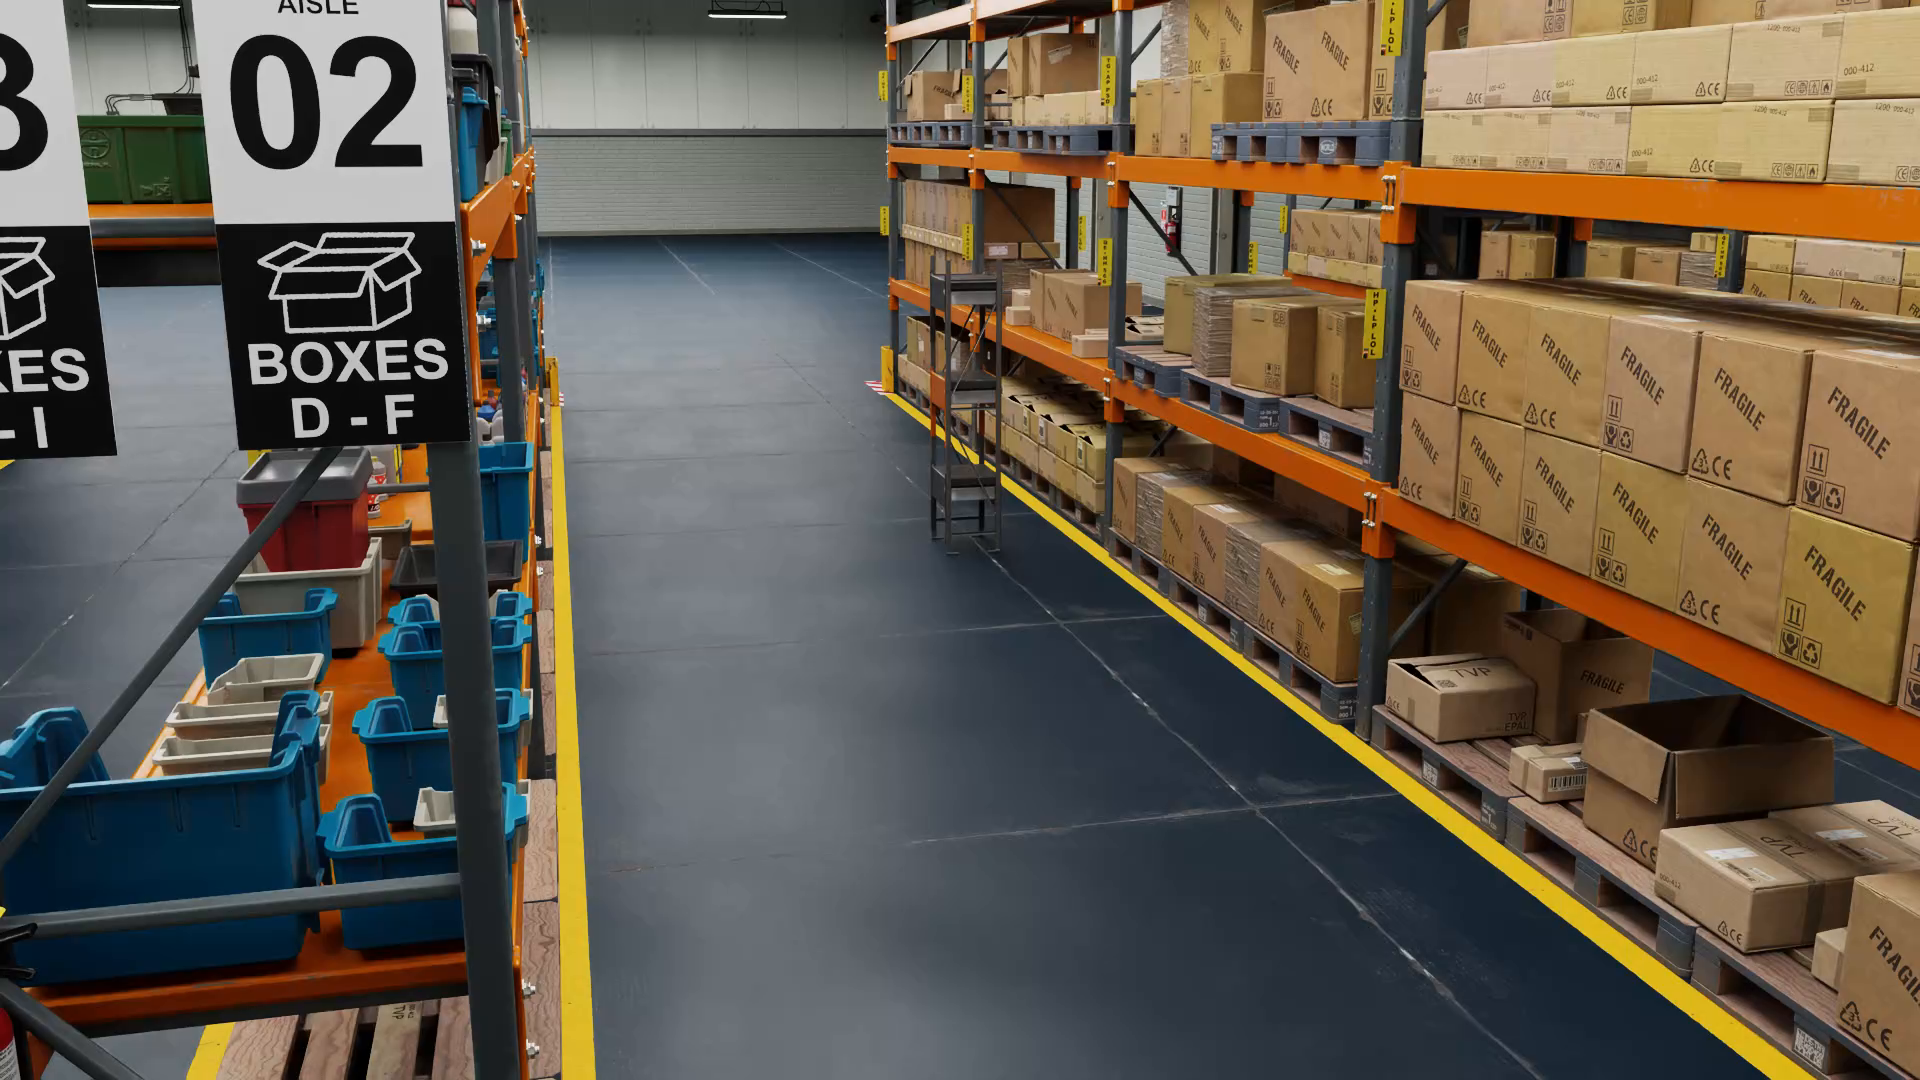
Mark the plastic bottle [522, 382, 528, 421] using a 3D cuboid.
[{"bbox_3d":[-2.600,-0.831,9.779,0.097,0.271,0.097,0,14,0],"label":"plastic bottle"}]

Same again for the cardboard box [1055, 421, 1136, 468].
[{"bbox_3d":[1.060,-0.776,13.011,0.500,0.311,0.500,-4,14,-14],"label":"cardboard box"}]

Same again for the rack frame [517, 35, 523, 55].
[{"bbox_3d":[-4.204,-4.971,13.812,1.000,3.000,0.127,-3,14,-13],"label":"rack frame"}]

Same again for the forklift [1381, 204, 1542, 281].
[{"bbox_3d":[4.224,-1.770,13.498,3.031,2.935,1.130,9,16,32],"label":"forklift"}]

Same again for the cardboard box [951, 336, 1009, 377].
[{"bbox_3d":[0.184,-1.775,16.701,0.500,0.500,0.500,-3,14,-13],"label":"cardboard box"}]

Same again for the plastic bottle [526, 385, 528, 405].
[{"bbox_3d":[-2.692,-0.887,10.155,0.097,0.201,0.097,0,14,0],"label":"plastic bottle"}]

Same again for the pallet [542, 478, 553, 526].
[{"bbox_3d":[-3.692,-0.241,12.968,1.003,0.211,1.213,-3,14,-13],"label":"pallet"}]

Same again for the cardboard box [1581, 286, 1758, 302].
[{"bbox_3d":[2.983,-0.800,7.065,0.500,0.500,0.500,-4,14,-14],"label":"cardboard box"}]

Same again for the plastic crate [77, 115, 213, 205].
[{"bbox_3d":[-1.895,-0.854,3.728,0.450,0.188,0.336,-3,14,-13],"label":"plastic crate"}]

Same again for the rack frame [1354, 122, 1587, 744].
[{"bbox_3d":[2.490,-0.486,8.097,1.000,3.000,0.127,-3,14,-13],"label":"rack frame"}]

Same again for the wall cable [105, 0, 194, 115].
[{"bbox_3d":[-22.348,-14.428,45.358,2.305,6.003,0.169,-3,14,-13],"label":"wall cable"}]

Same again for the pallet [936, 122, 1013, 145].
[{"bbox_3d":[0.386,-3.941,16.105,1.003,0.211,1.213,-3,14,-13],"label":"pallet"}]

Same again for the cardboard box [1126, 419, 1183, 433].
[{"bbox_3d":[1.582,-0.808,13.139,0.500,0.311,0.500,-4,14,-15],"label":"cardboard box"}]

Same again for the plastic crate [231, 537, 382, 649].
[{"bbox_3d":[-2.146,0.180,5.493,0.437,0.282,0.530,-3,14,-13],"label":"plastic crate"}]

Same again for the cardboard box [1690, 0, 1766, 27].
[{"bbox_3d":[3.010,-2.022,5.747,0.700,0.500,0.500,-3,14,-13],"label":"cardboard box"}]

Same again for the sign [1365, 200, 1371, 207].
[{"bbox_3d":[5.030,-4.274,20.494,0.100,0.325,0.005,-3,14,-13],"label":"sign"}]

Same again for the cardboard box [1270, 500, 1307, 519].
[{"bbox_3d":[2.249,0.034,10.306,0.500,0.500,0.500,-4,14,-15],"label":"cardboard box"}]

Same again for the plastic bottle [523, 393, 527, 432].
[{"bbox_3d":[-2.487,-0.744,9.397,0.061,0.283,0.133,-3,14,-13],"label":"plastic bottle"}]

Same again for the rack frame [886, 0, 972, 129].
[{"bbox_3d":[-0.328,-6.169,18.716,1.000,3.000,0.127,-3,14,-13],"label":"rack frame"}]

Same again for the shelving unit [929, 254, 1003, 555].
[{"bbox_3d":[0.039,-0.982,12.022,0.431,2.100,0.503,-3,14,-13],"label":"shelving unit"}]

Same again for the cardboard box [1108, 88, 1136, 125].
[{"bbox_3d":[1.389,-3.099,11.901,0.500,0.250,0.500,-4,14,-17],"label":"cardboard box"}]

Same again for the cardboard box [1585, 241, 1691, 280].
[{"bbox_3d":[5.931,-2.342,14.556,0.700,0.500,0.500,-3,14,-13],"label":"cardboard box"}]

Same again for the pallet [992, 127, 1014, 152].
[{"bbox_3d":[0.831,-3.493,14.488,0.805,0.209,1.217,-4,14,-15],"label":"pallet"}]

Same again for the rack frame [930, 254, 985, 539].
[{"bbox_3d":[-0.018,-1.038,12.252,0.400,2.100,0.015,-3,14,-13],"label":"rack frame"}]

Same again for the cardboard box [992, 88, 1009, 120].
[{"bbox_3d":[0.622,-4.273,16.285,0.500,0.311,0.500,-4,14,-16],"label":"cardboard box"}]

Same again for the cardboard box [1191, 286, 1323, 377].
[{"bbox_3d":[1.837,-1.301,10.336,0.700,0.500,0.500,-1,14,-3],"label":"cardboard box"}]

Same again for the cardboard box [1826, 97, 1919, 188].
[{"bbox_3d":[2.946,-1.167,4.881,0.500,0.250,0.500,-3,14,-13],"label":"cardboard box"}]

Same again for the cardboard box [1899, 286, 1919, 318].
[{"bbox_3d":[6.589,-1.407,10.985,0.500,0.500,0.500,-3,14,-12],"label":"cardboard box"}]

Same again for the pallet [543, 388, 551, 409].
[{"bbox_3d":[-4.895,-1.422,17.803,1.003,0.211,1.213,-3,14,-13],"label":"pallet"}]

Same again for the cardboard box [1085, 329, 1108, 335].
[{"bbox_3d":[1.196,-1.578,13.095,0.380,0.149,0.250,-2,14,-9],"label":"cardboard box"}]

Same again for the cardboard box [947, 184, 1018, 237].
[{"bbox_3d":[0.264,-3.345,16.852,0.700,0.500,0.500,-3,14,-13],"label":"cardboard box"}]

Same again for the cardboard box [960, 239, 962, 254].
[{"bbox_3d":[0.219,-2.864,16.250,0.380,0.149,0.250,-4,14,-15],"label":"cardboard box"}]

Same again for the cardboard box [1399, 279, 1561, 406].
[{"bbox_3d":[2.327,-0.896,7.457,0.500,0.500,0.500,-3,14,-12],"label":"cardboard box"}]

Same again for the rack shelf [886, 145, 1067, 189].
[{"bbox_3d":[0.141,-3.901,17.269,1.077,0.370,4.000,-3,14,-13],"label":"rack shelf"}]

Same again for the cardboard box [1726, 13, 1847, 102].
[{"bbox_3d":[2.830,-1.526,5.294,0.500,0.250,0.500,-3,14,-13],"label":"cardboard box"}]

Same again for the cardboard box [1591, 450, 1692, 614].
[{"bbox_3d":[2.704,-0.051,6.106,0.500,0.500,0.500,-3,14,-14],"label":"cardboard box"}]

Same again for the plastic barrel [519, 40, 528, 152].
[{"bbox_3d":[-3.720,-3.501,13.060,0.600,0.901,0.600,0,14,0],"label":"plastic barrel"}]

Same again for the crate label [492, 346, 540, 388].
[{"bbox_3d":[-3.000,-1.170,11.250,0.303,0.233,0.416,-3,14,-13],"label":"crate label"}]

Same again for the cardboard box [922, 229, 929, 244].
[{"bbox_3d":[-0.201,-3.278,17.945,0.380,0.149,0.250,-4,14,-15],"label":"cardboard box"}]

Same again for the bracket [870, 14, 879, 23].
[{"bbox_3d":[-2.554,-15.625,49.835,0.235,0.232,0.430,-3,14,-13],"label":"bracket"}]

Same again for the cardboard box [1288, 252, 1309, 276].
[{"bbox_3d":[4.292,-3.338,20.044,0.500,0.250,0.500,-4,14,-15],"label":"cardboard box"}]

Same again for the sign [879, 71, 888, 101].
[{"bbox_3d":[-0.869,-5.145,18.838,0.100,0.325,0.005,-3,14,-13],"label":"sign"}]

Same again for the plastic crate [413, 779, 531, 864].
[{"bbox_3d":[-1.119,0.657,3.847,0.250,0.136,0.298,-3,14,-13],"label":"plastic crate"}]

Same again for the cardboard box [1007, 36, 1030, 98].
[{"bbox_3d":[0.718,-4.140,14.582,0.500,0.500,0.500,-3,14,-13],"label":"cardboard box"}]

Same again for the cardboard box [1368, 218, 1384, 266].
[{"bbox_3d":[4.783,-3.233,18.035,0.500,0.500,0.500,-4,14,-15],"label":"cardboard box"}]

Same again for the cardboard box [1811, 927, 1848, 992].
[{"bbox_3d":[3.055,1.389,5.464,0.380,0.166,0.250,-3,14,-13],"label":"cardboard box"}]

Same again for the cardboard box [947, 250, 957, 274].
[{"bbox_3d":[0.257,-2.720,17.028,0.700,0.500,0.500,-3,14,-12],"label":"cardboard box"}]

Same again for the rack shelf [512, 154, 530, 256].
[{"bbox_3d":[-2.795,-1.780,8.588,1.077,0.370,4.000,-3,14,-13],"label":"rack shelf"}]

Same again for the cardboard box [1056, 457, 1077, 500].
[{"bbox_3d":[1.065,-0.504,13.077,0.500,0.250,0.500,-3,14,-14],"label":"cardboard box"}]

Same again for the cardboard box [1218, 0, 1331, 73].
[{"bbox_3d":[1.886,-3.064,10.011,0.500,0.500,0.500,-3,14,-13],"label":"cardboard box"}]

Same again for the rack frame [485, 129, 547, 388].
[{"bbox_3d":[-5.144,-2.979,18.301,1.000,3.000,0.127,-3,14,-13],"label":"rack frame"}]

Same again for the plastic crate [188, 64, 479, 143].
[{"bbox_3d":[-1.206,-0.786,3.280,0.497,0.269,0.590,-3,14,-13],"label":"plastic crate"}]

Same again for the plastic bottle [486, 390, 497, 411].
[{"bbox_3d":[-2.584,-0.693,9.190,0.061,0.283,0.133,-3,14,-13],"label":"plastic bottle"}]

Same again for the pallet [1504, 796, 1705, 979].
[{"bbox_3d":[2.940,1.309,6.625,1.003,0.211,1.213,-3,14,-13],"label":"pallet"}]

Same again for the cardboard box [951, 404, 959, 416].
[{"bbox_3d":[0.182,-1.411,16.790,0.500,0.250,0.500,-3,14,-13],"label":"cardboard box"}]

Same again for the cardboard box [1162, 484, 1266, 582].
[{"bbox_3d":[1.621,-0.051,10.655,0.500,0.500,0.500,-3,14,-14],"label":"cardboard box"}]

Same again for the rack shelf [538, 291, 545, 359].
[{"bbox_3d":[-4.674,-2.168,16.498,1.077,0.370,4.000,-3,14,-13],"label":"rack shelf"}]

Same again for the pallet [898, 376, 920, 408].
[{"bbox_3d":[-0.108,-1.726,19.046,1.003,0.211,1.213,-3,14,-13],"label":"pallet"}]
